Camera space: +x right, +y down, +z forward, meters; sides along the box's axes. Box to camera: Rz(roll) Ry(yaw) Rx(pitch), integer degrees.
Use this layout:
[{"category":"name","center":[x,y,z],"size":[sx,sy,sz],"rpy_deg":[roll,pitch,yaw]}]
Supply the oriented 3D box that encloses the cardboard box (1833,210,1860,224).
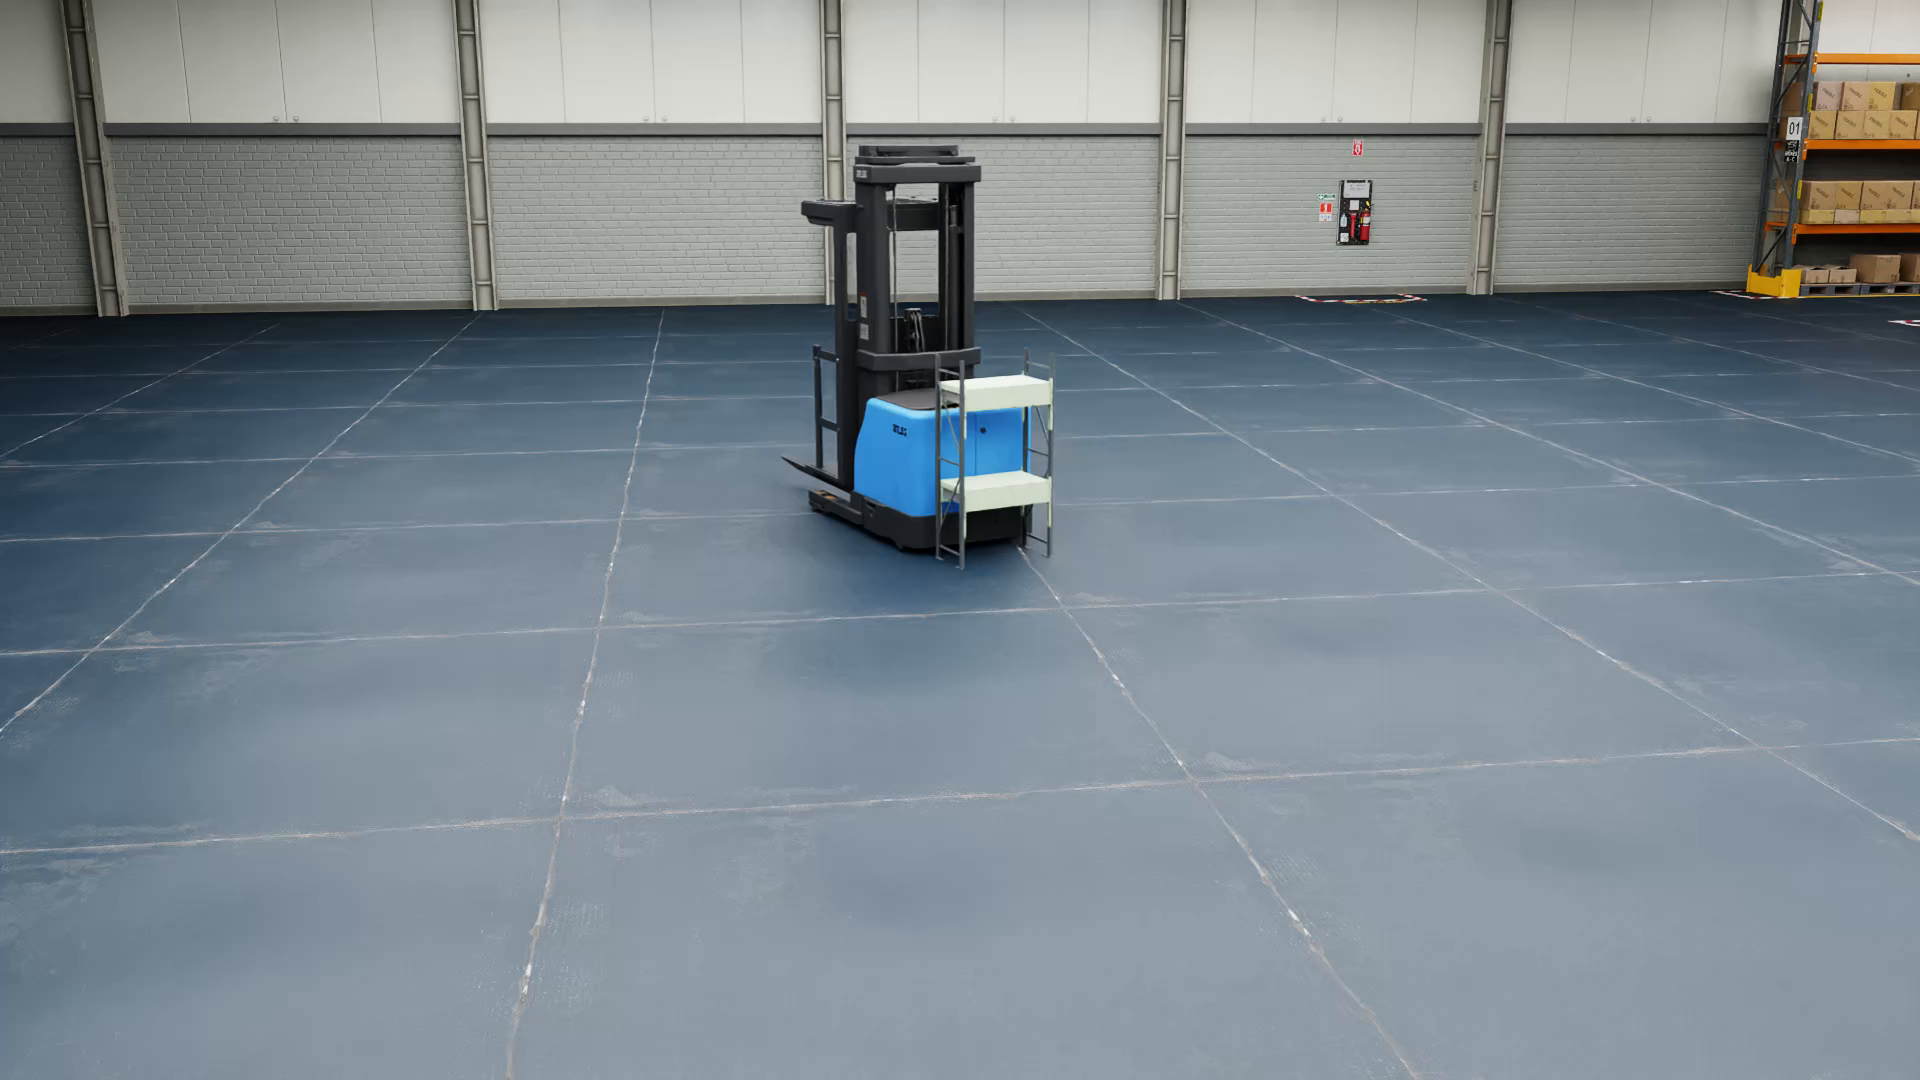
[{"category":"cardboard box","center":[16.106,-5.939,30.504],"size":[0.500,0.250,0.500],"rpy_deg":[-3,14,-10]}]

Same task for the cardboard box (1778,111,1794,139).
[{"category":"cardboard box","center":[15.440,-7.628,30.557],"size":[0.500,0.500,0.500],"rpy_deg":[-1,14,-4]}]

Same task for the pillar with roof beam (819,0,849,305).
[{"category":"pillar with roof beam","center":[-1.529,-7.494,24.104],"size":[0.400,9.000,9.100],"rpy_deg":[-2,14,-8]}]

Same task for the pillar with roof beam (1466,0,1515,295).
[{"category":"pillar with roof beam","center":[10.337,-7.929,25.838],"size":[0.400,9.000,9.100],"rpy_deg":[-2,14,-8]}]

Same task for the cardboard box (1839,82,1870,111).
[{"category":"cardboard box","center":[15.986,-7.998,29.979],"size":[0.500,0.500,0.500],"rpy_deg":[-2,14,-9]}]

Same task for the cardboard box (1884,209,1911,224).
[{"category":"cardboard box","center":[17.111,-5.974,30.643],"size":[0.500,0.250,0.500],"rpy_deg":[-2,14,-8]}]

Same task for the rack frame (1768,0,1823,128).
[{"category":"rack frame","center":[15.065,-8.948,29.904],"size":[0.127,3.000,1.000],"rpy_deg":[-2,14,-8]}]

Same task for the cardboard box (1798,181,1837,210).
[{"category":"cardboard box","center":[15.582,-6.284,30.339],"size":[0.500,0.500,0.500],"rpy_deg":[-2,14,-8]}]

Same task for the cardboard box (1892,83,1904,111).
[{"category":"cardboard box","center":[16.980,-8.166,30.650],"size":[0.500,0.500,0.500],"rpy_deg":[-2,14,-8]}]

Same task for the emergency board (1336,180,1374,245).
[{"category":"emergency board","center":[7.246,-5.974,30.377],"size":[0.643,1.169,0.194],"rpy_deg":[-2,14,-8]}]

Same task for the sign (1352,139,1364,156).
[{"category":"sign","center":[7.223,-7.122,30.189],"size":[0.199,0.298,0.001],"rpy_deg":[-2,14,-8]}]

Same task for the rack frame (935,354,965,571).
[{"category":"rack frame","center":[-0.073,-0.552,11.841],"size":[0.023,1.500,0.400],"rpy_deg":[-7,16,-27]}]

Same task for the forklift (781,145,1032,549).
[{"category":"forklift","center":[-0.585,-1.664,13.332],"size":[1.130,2.935,3.031],"rpy_deg":[-7,16,-27]}]

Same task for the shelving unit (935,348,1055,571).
[{"category":"shelving unit","center":[0.249,-0.595,12.010],"size":[0.755,1.500,0.431],"rpy_deg":[-7,16,-27]}]

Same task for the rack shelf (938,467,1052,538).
[{"category":"rack shelf","center":[0.249,-0.278,12.089],"size":[0.720,0.370,0.431],"rpy_deg":[-7,16,-27]}]

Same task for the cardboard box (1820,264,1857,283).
[{"category":"cardboard box","center":[16.326,-4.972,31.003],"size":[0.500,0.311,0.500],"rpy_deg":[-1,14,-4]}]

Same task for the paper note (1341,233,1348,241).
[{"category":"paper note","center":[7.061,-5.557,30.525],"size":[0.142,0.148,0.016],"rpy_deg":[-2,14,-8]}]

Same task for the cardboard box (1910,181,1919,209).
[{"category":"cardboard box","center":[17.607,-6.357,30.631],"size":[0.500,0.500,0.500],"rpy_deg":[-3,14,-10]}]

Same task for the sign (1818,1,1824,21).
[{"category":"sign","center":[15.146,-9.309,29.260],"size":[0.005,0.325,0.100],"rpy_deg":[-2,14,-8]}]

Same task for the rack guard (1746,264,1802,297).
[{"category":"rack guard","center":[15.140,-4.829,30.949],"size":[0.348,0.500,1.175],"rpy_deg":[-2,14,-8]}]

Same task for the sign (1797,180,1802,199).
[{"category":"sign","center":[15.146,-6.328,30.008],"size":[0.005,0.325,0.100],"rpy_deg":[-2,14,-8]}]

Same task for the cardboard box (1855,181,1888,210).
[{"category":"cardboard box","center":[16.584,-6.317,30.469],"size":[0.500,0.500,0.500],"rpy_deg":[-3,14,-10]}]

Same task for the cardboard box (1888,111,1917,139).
[{"category":"cardboard box","center":[17.009,-7.559,30.283],"size":[0.500,0.500,0.500],"rpy_deg":[-1,14,-5]}]

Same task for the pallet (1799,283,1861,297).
[{"category":"pallet","center":[15.949,-4.710,31.067],"size":[1.213,0.211,1.003],"rpy_deg":[-2,14,-8]}]

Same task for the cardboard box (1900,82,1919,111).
[{"category":"cardboard box","center":[17.510,-8.054,30.203],"size":[0.500,0.500,0.500],"rpy_deg":[-3,14,-10]}]

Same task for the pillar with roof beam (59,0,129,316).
[{"category":"pillar with roof beam","center":[-13.395,-7.059,22.370],"size":[0.400,9.000,9.100],"rpy_deg":[-2,14,-8]}]

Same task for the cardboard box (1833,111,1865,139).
[{"category":"cardboard box","center":[15.969,-7.514,30.106],"size":[0.500,0.500,0.500],"rpy_deg":[-1,14,-5]}]

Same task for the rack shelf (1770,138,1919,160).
[{"category":"rack shelf","center":[17.043,-7.217,30.645],"size":[4.000,0.370,1.077],"rpy_deg":[-2,14,-8]}]

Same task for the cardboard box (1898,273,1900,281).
[{"category":"cardboard box","center":[17.436,-4.961,31.293],"size":[0.250,0.149,0.380],"rpy_deg":[-3,14,-13]}]

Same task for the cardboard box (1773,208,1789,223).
[{"category":"cardboard box","center":[15.498,-6.039,30.903],"size":[0.500,0.250,0.500],"rpy_deg":[-2,14,-7]}]

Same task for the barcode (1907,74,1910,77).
[{"category":"barcode","center":[17.582,-8.613,30.827],"size":[0.075,0.075,0.001],"rpy_deg":[-2,14,-8]}]
